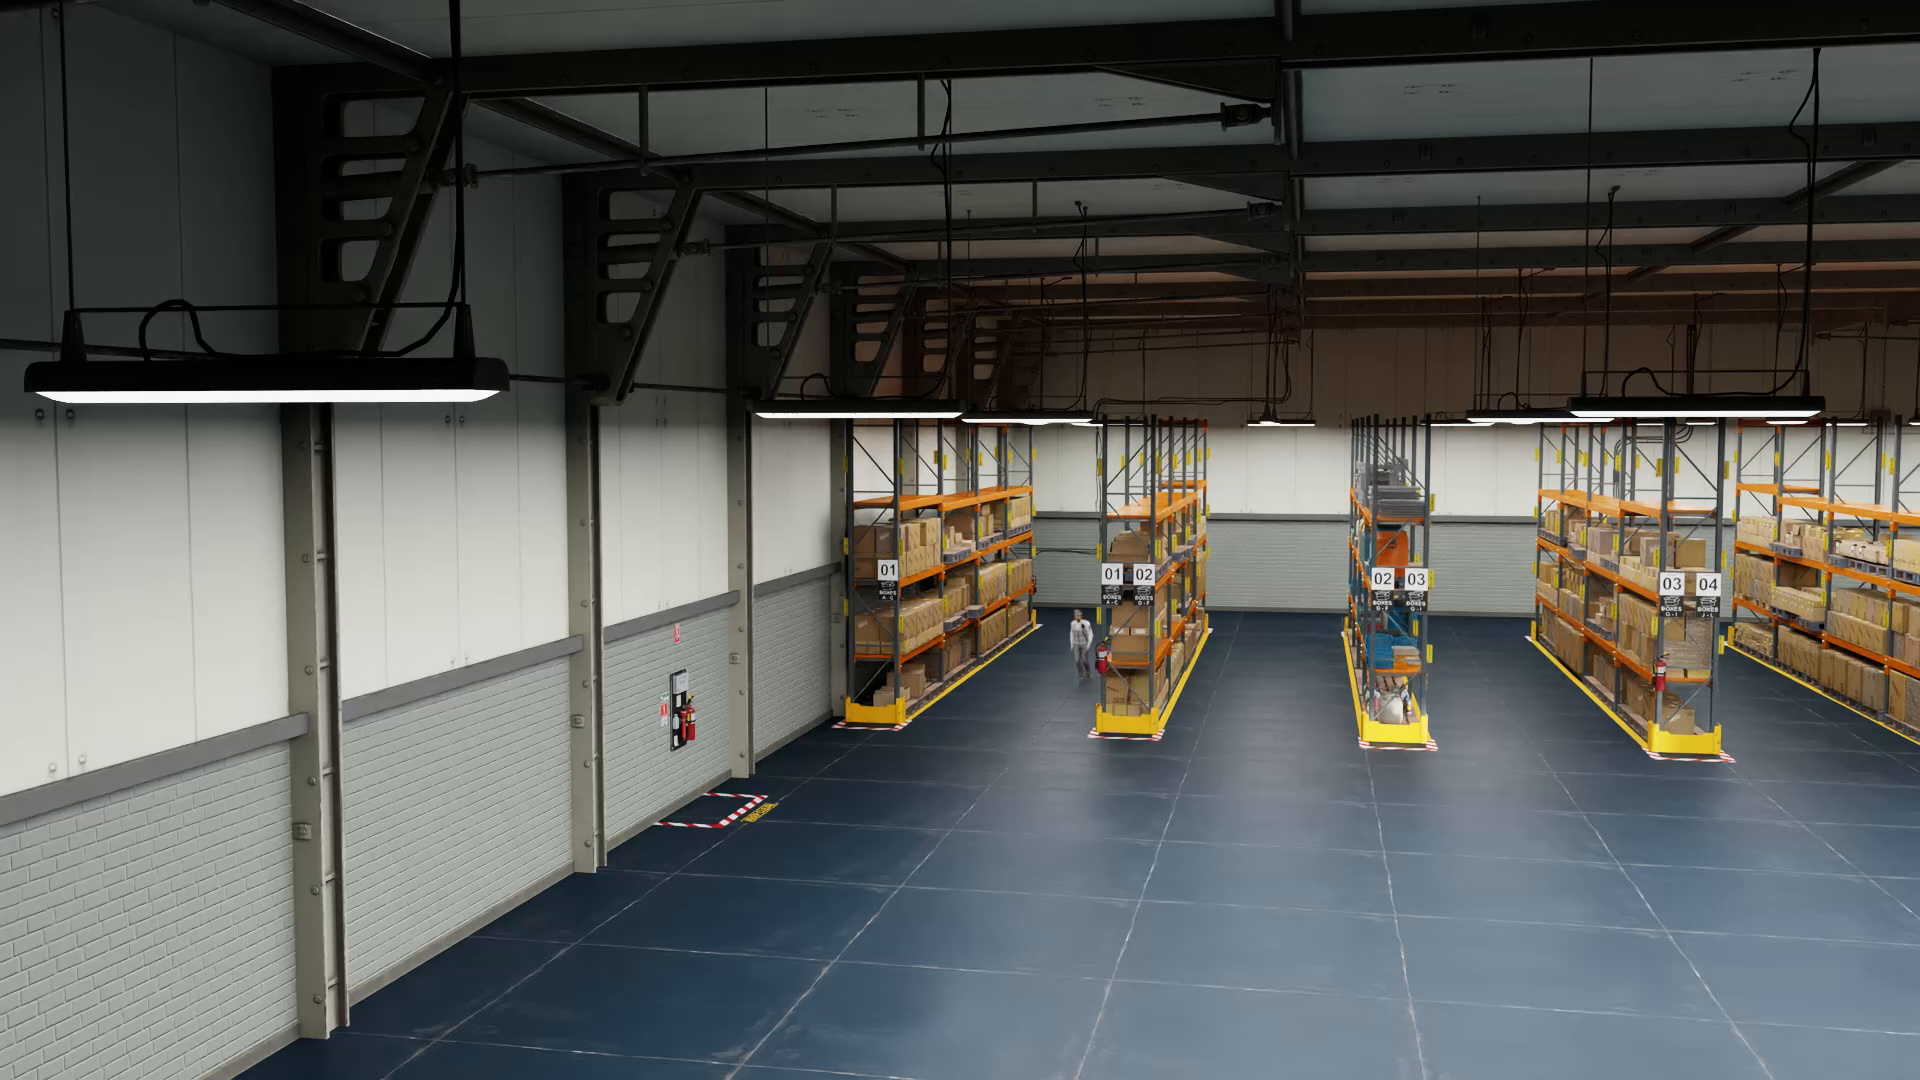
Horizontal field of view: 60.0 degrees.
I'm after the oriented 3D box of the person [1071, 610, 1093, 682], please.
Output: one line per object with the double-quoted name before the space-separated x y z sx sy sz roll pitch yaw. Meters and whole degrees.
"person" 2.789 2.383 37.877 0.550 1.654 0.582 2 4 24
